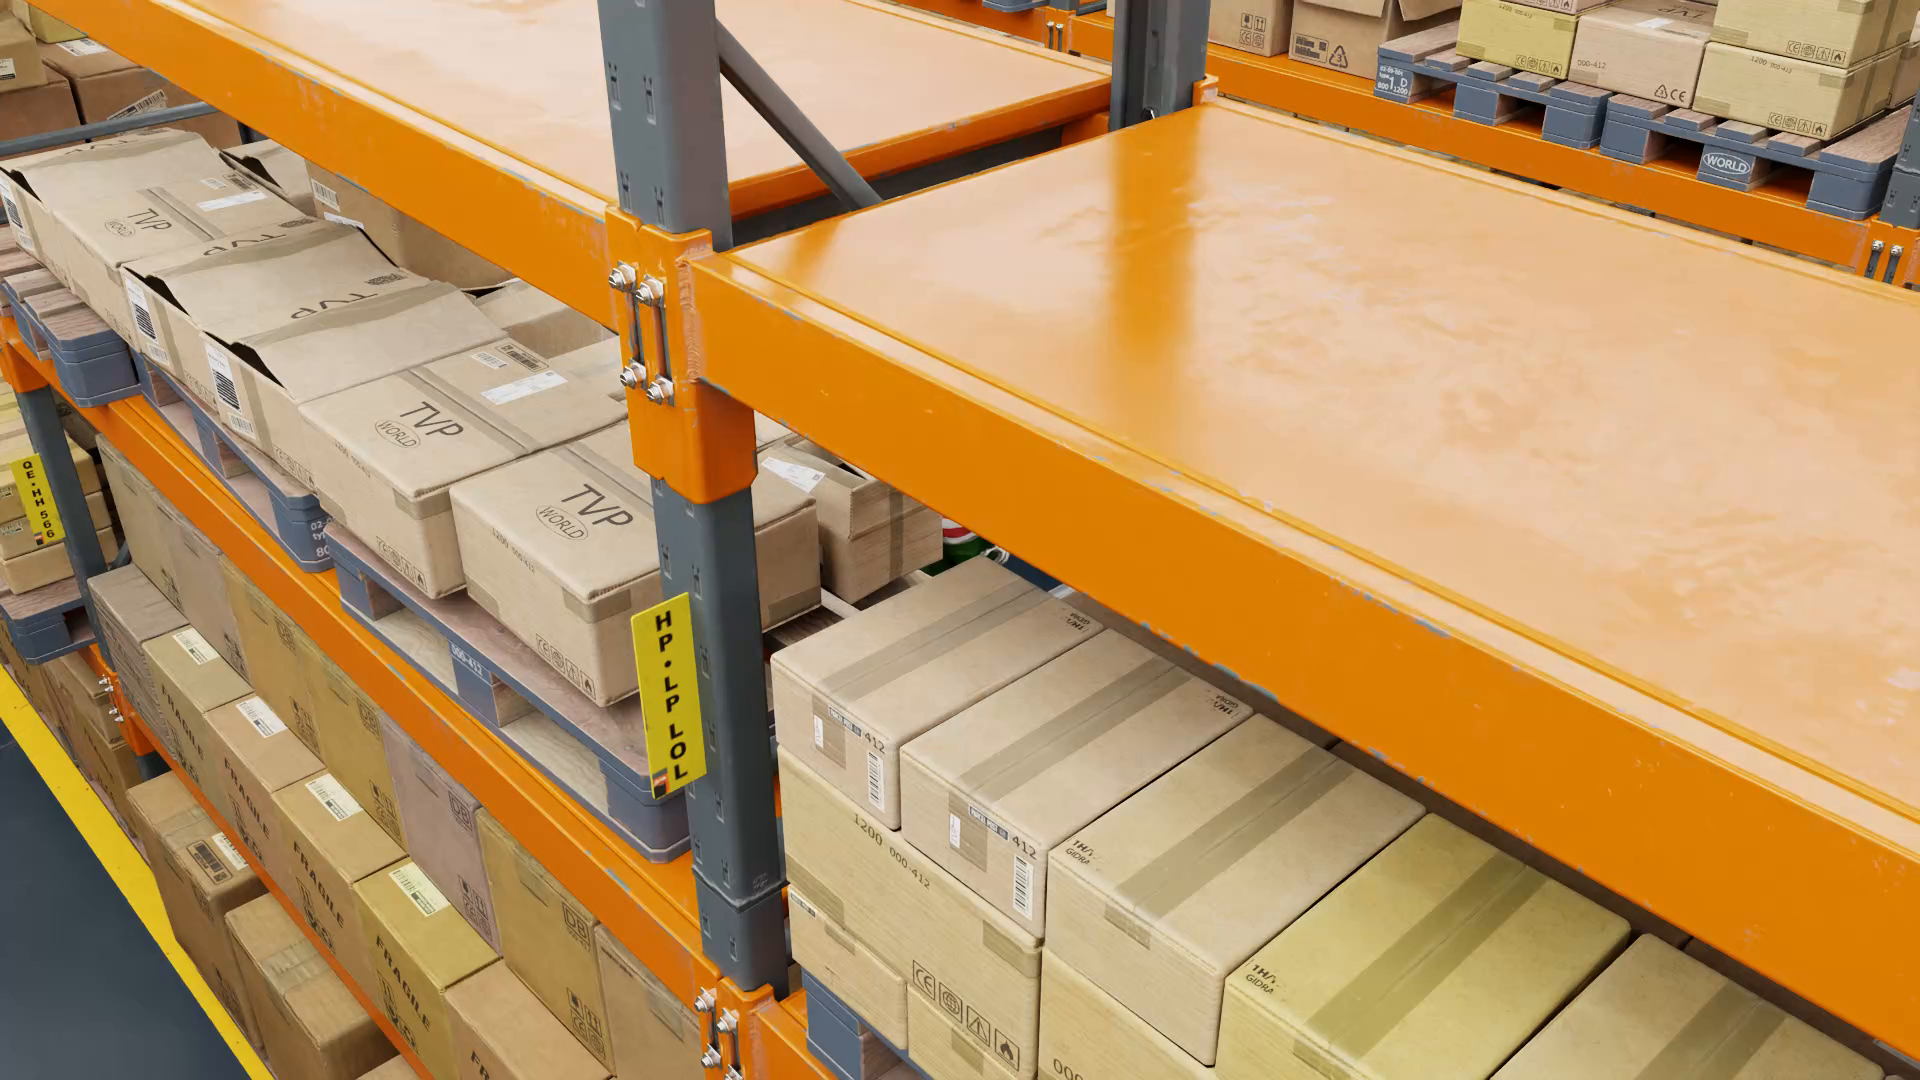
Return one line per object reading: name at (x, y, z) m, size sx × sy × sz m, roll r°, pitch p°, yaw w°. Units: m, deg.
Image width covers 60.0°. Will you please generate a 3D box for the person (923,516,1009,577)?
person at (0.031, -0.109, 7.771) m, size 0.562 × 1.790 × 0.637 m, roll -26°, pitch 40°, yaw -35°
